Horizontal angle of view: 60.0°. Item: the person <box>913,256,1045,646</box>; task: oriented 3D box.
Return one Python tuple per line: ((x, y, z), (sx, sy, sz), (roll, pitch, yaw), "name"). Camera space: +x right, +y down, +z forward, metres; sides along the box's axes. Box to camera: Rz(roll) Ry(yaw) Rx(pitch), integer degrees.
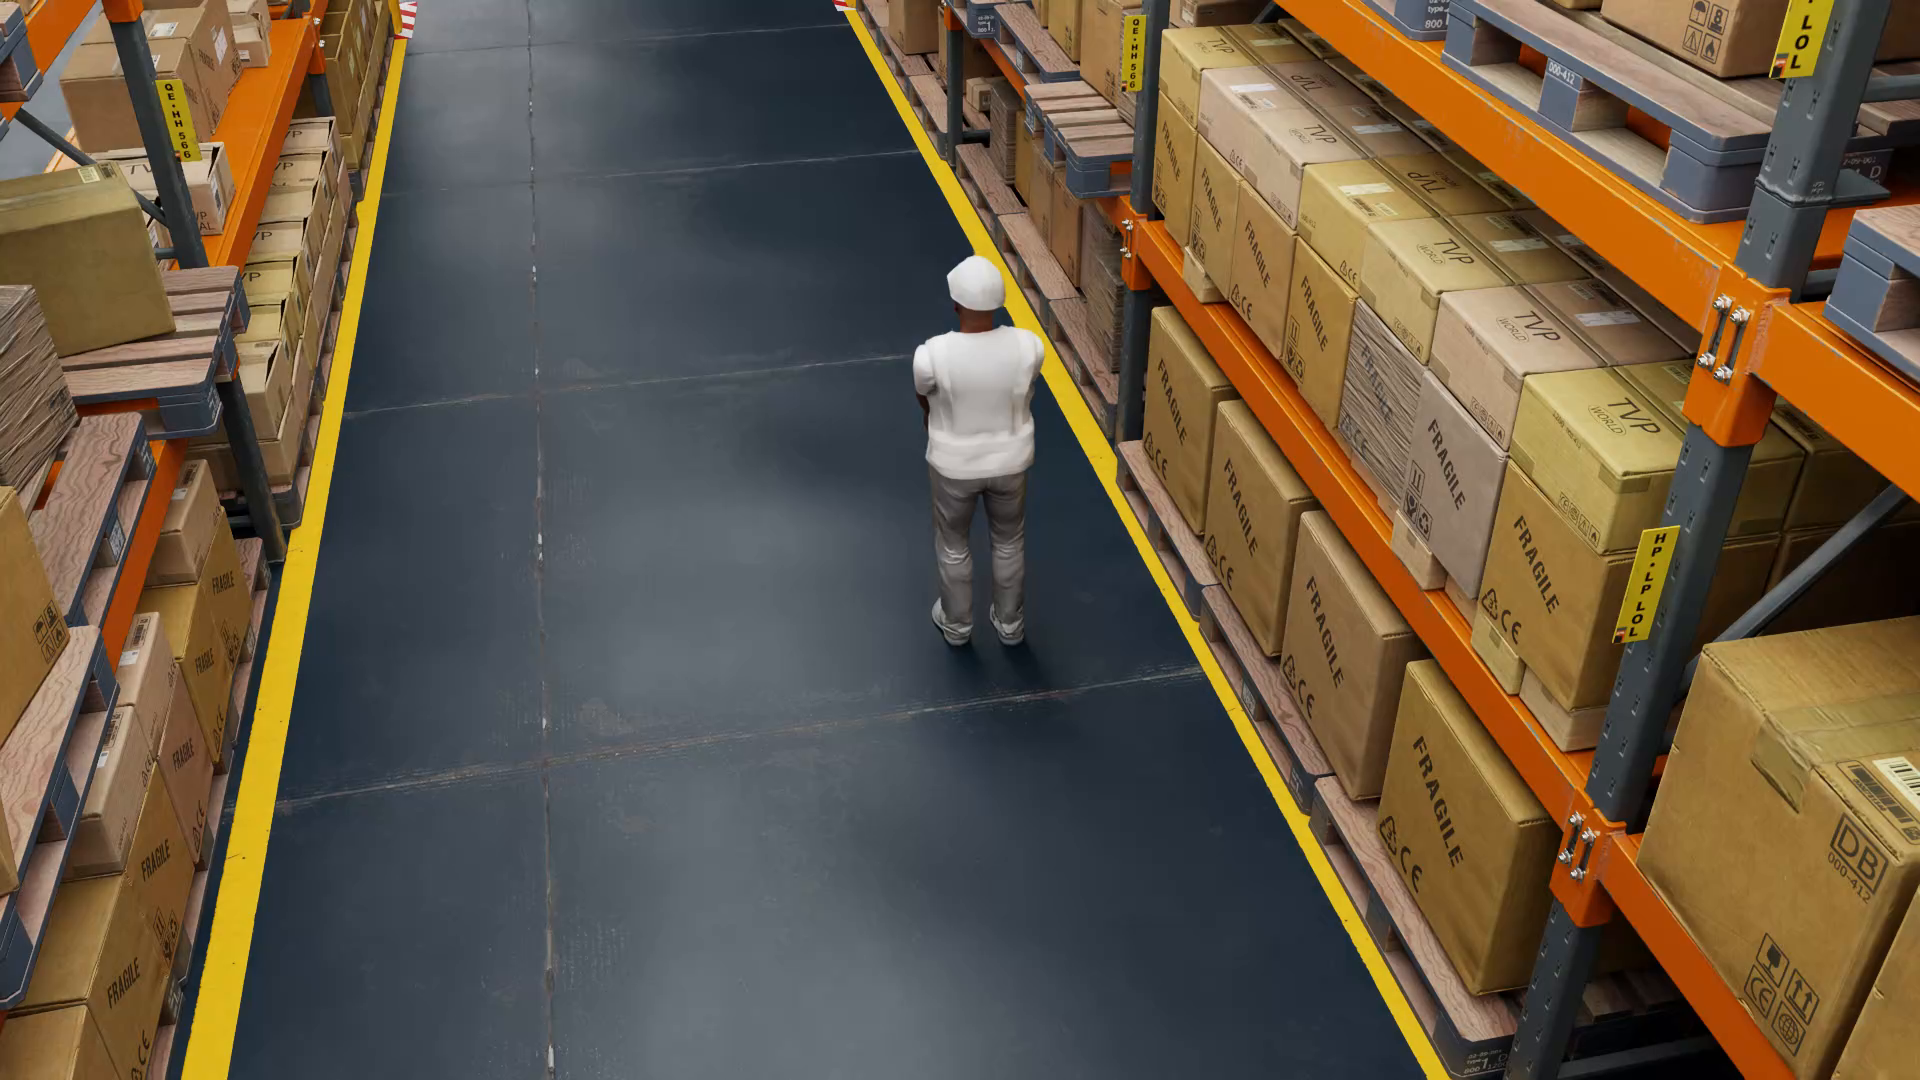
((0.048, -0.372, 6.672), (0.504, 1.762, 0.566), (-6, 35, -9), "person")
